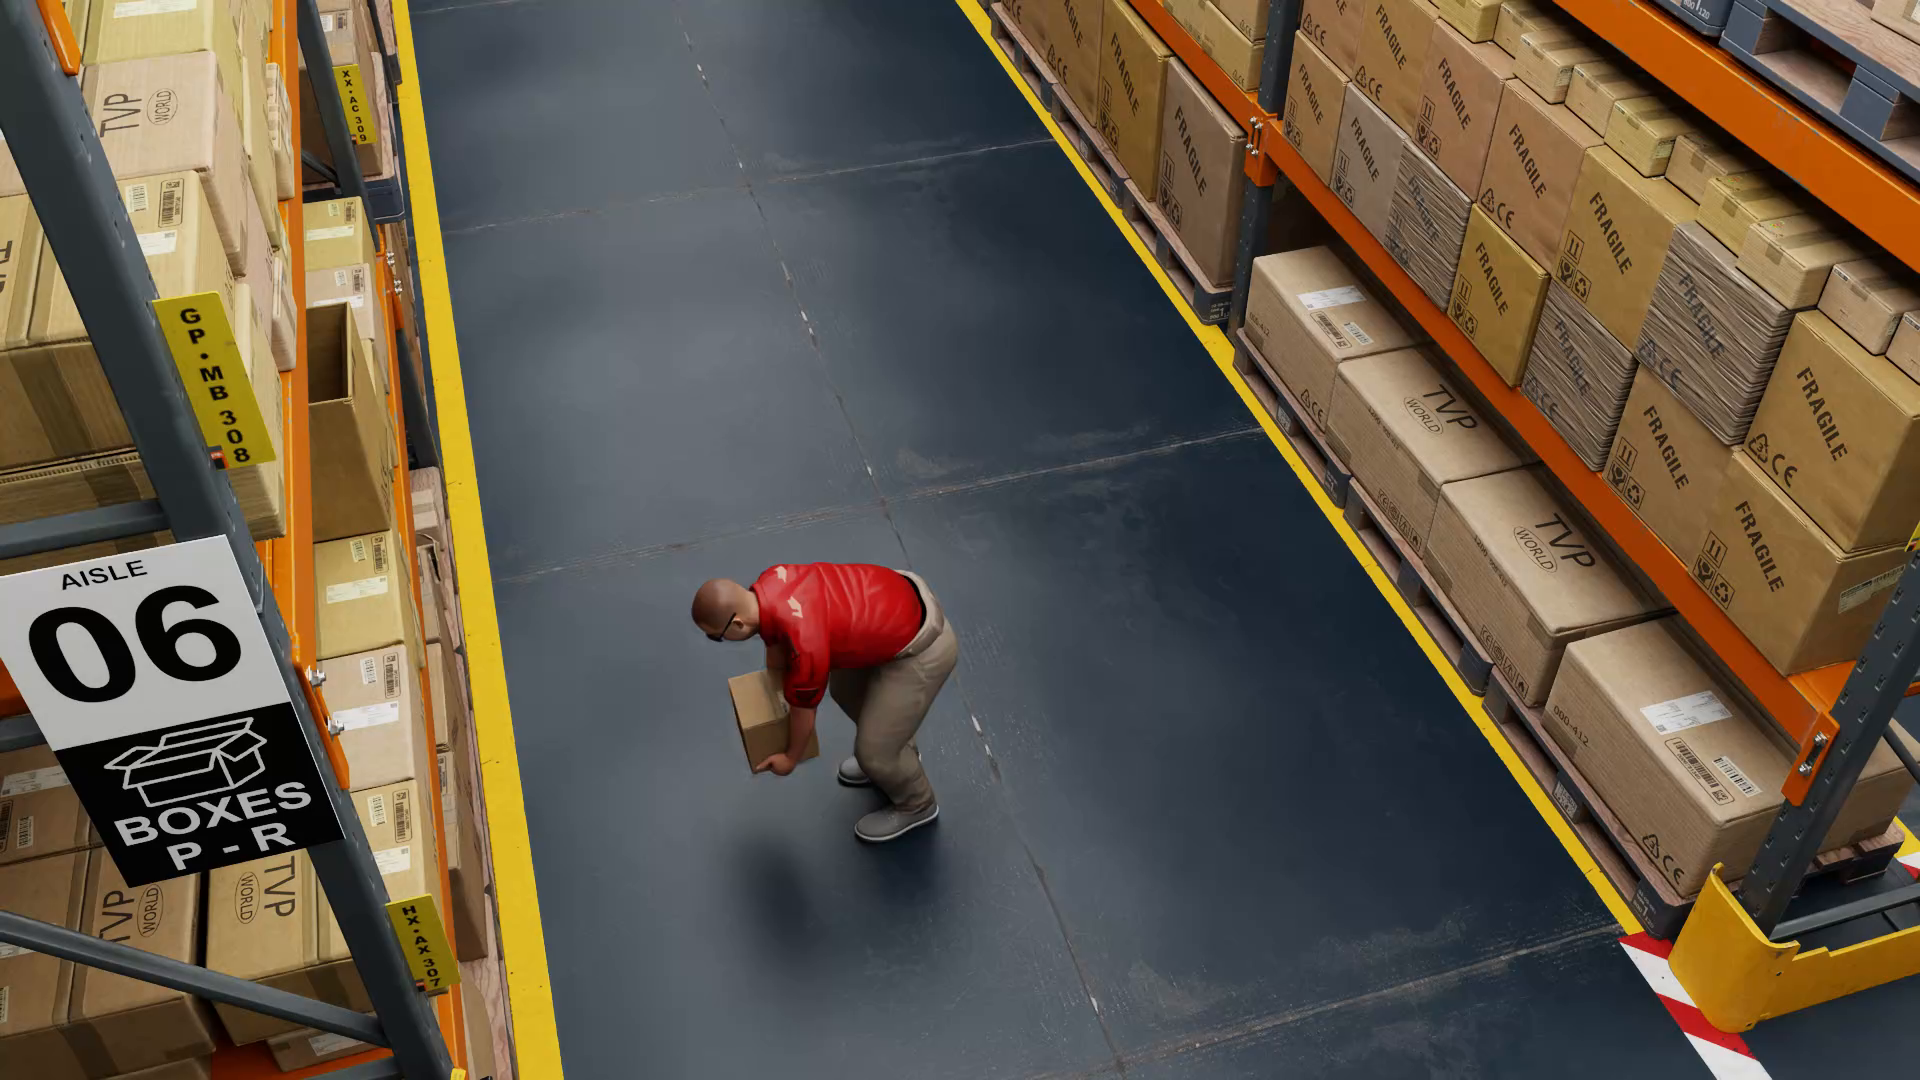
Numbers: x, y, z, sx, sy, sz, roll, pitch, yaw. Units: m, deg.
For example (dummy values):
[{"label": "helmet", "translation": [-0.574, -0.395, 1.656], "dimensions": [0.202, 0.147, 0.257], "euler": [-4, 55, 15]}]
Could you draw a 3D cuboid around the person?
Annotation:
[{"label": "person", "translation": [-0.455, 0.540, 5.894], "dimensions": [0.898, 1.302, 0.495], "euler": [-13, 44, -14]}]
